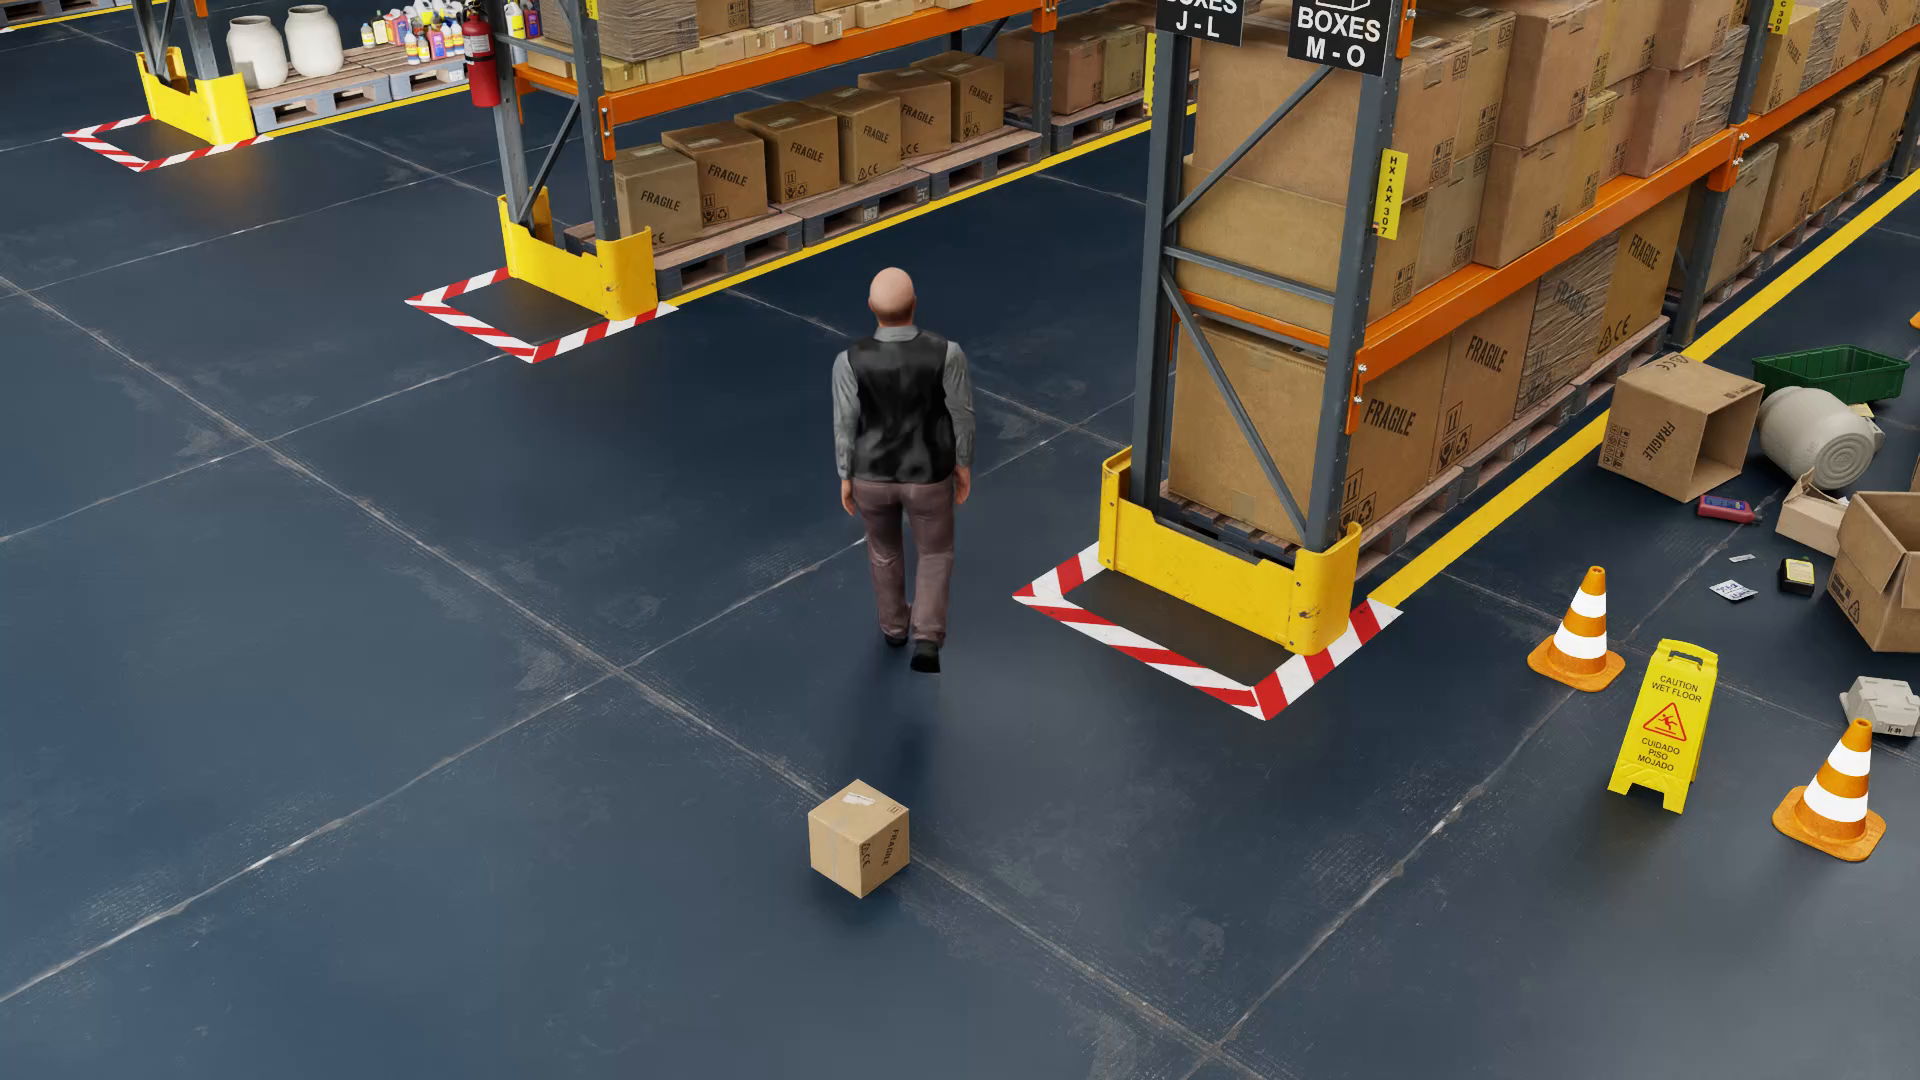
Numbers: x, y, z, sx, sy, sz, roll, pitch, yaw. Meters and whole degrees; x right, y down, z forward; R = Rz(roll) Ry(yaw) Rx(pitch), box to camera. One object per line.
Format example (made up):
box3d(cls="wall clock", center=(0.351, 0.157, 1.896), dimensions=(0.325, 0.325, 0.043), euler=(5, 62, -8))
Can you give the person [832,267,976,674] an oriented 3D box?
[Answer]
box3d(cls="person", center=(-0.213, -0.240, 6.532), dimensions=(0.549, 1.702, 0.729), euler=(-1, 31, -1))
